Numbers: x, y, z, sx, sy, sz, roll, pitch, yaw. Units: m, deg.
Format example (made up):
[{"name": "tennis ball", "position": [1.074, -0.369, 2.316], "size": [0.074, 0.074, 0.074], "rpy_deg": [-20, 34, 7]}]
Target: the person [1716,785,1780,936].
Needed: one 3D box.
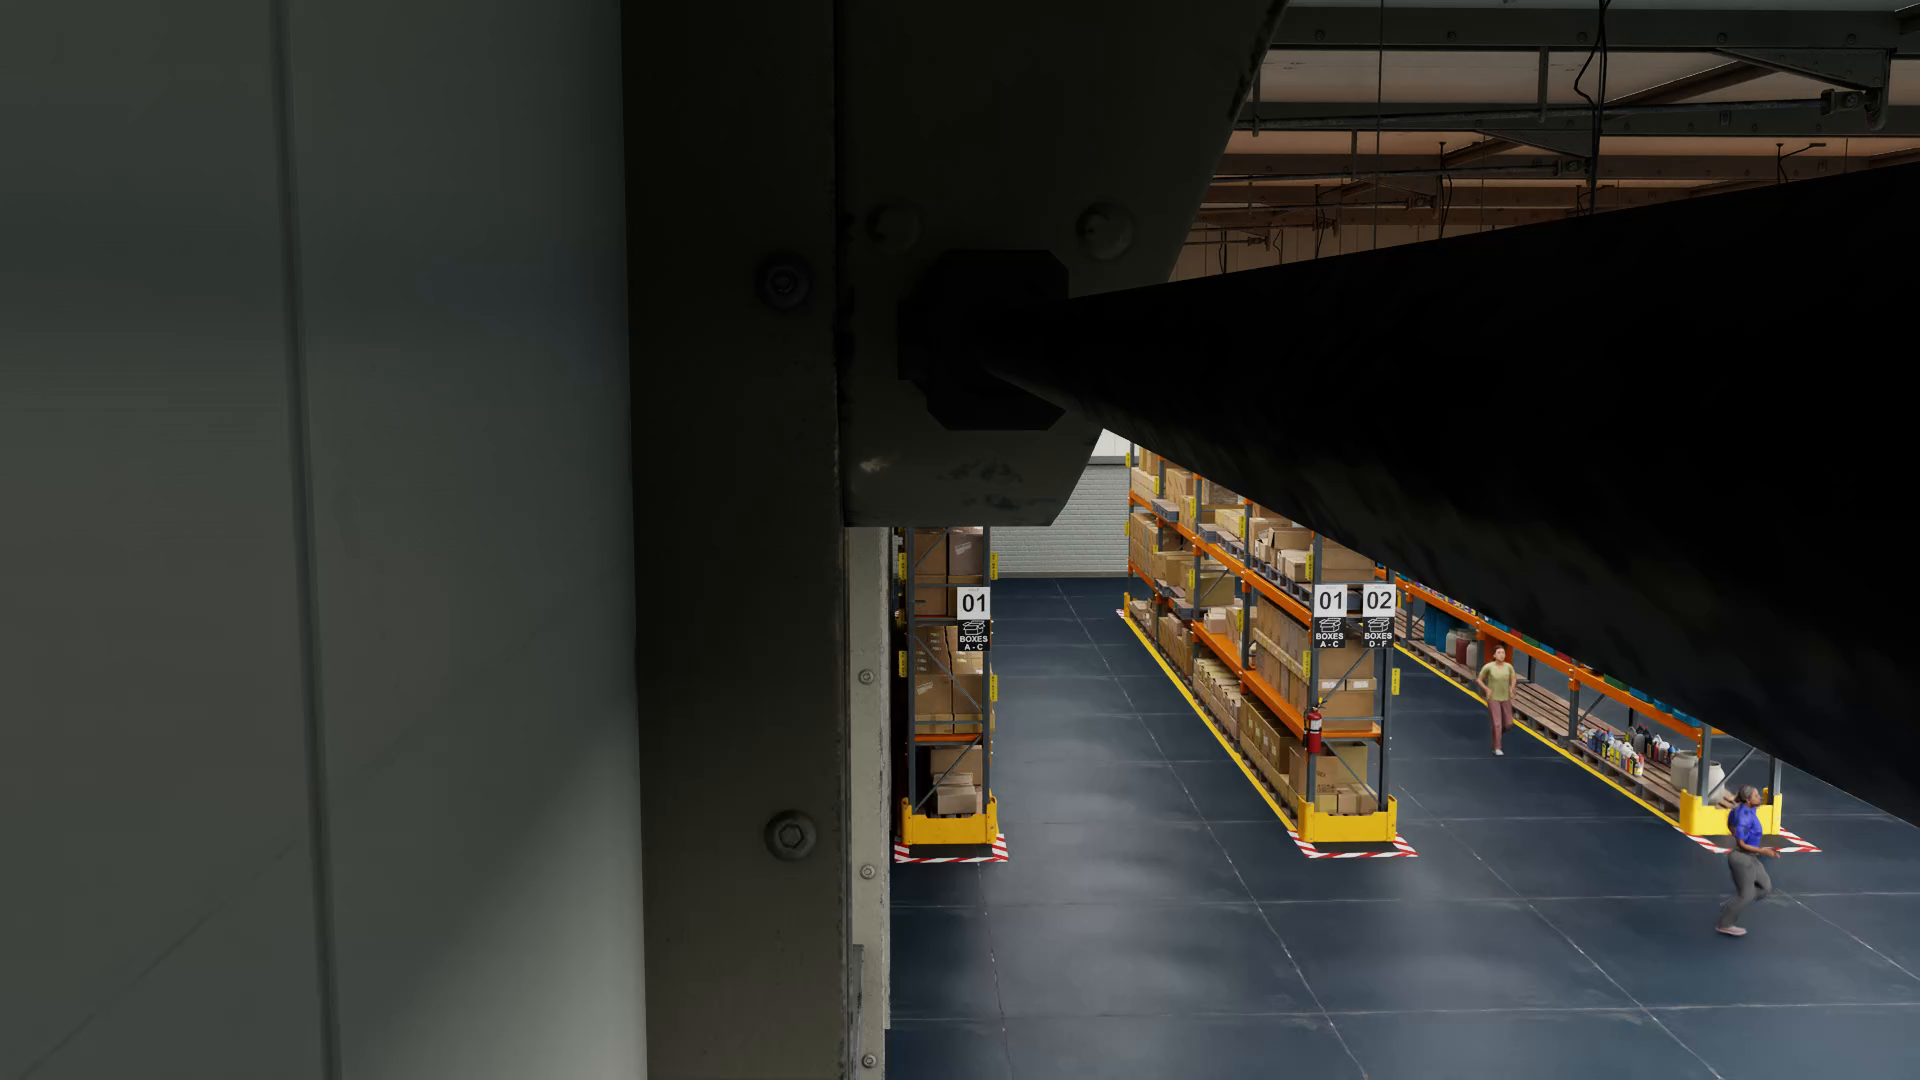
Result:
[{"name": "person", "position": [8.189, 3.323, 17.250], "size": [0.558, 1.610, 0.548], "rpy_deg": [4, 8, 26]}]

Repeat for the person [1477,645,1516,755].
[{"name": "person", "position": [7.989, 2.360, 24.750], "size": [0.578, 1.614, 0.589], "rpy_deg": [0, 7, 0]}]
